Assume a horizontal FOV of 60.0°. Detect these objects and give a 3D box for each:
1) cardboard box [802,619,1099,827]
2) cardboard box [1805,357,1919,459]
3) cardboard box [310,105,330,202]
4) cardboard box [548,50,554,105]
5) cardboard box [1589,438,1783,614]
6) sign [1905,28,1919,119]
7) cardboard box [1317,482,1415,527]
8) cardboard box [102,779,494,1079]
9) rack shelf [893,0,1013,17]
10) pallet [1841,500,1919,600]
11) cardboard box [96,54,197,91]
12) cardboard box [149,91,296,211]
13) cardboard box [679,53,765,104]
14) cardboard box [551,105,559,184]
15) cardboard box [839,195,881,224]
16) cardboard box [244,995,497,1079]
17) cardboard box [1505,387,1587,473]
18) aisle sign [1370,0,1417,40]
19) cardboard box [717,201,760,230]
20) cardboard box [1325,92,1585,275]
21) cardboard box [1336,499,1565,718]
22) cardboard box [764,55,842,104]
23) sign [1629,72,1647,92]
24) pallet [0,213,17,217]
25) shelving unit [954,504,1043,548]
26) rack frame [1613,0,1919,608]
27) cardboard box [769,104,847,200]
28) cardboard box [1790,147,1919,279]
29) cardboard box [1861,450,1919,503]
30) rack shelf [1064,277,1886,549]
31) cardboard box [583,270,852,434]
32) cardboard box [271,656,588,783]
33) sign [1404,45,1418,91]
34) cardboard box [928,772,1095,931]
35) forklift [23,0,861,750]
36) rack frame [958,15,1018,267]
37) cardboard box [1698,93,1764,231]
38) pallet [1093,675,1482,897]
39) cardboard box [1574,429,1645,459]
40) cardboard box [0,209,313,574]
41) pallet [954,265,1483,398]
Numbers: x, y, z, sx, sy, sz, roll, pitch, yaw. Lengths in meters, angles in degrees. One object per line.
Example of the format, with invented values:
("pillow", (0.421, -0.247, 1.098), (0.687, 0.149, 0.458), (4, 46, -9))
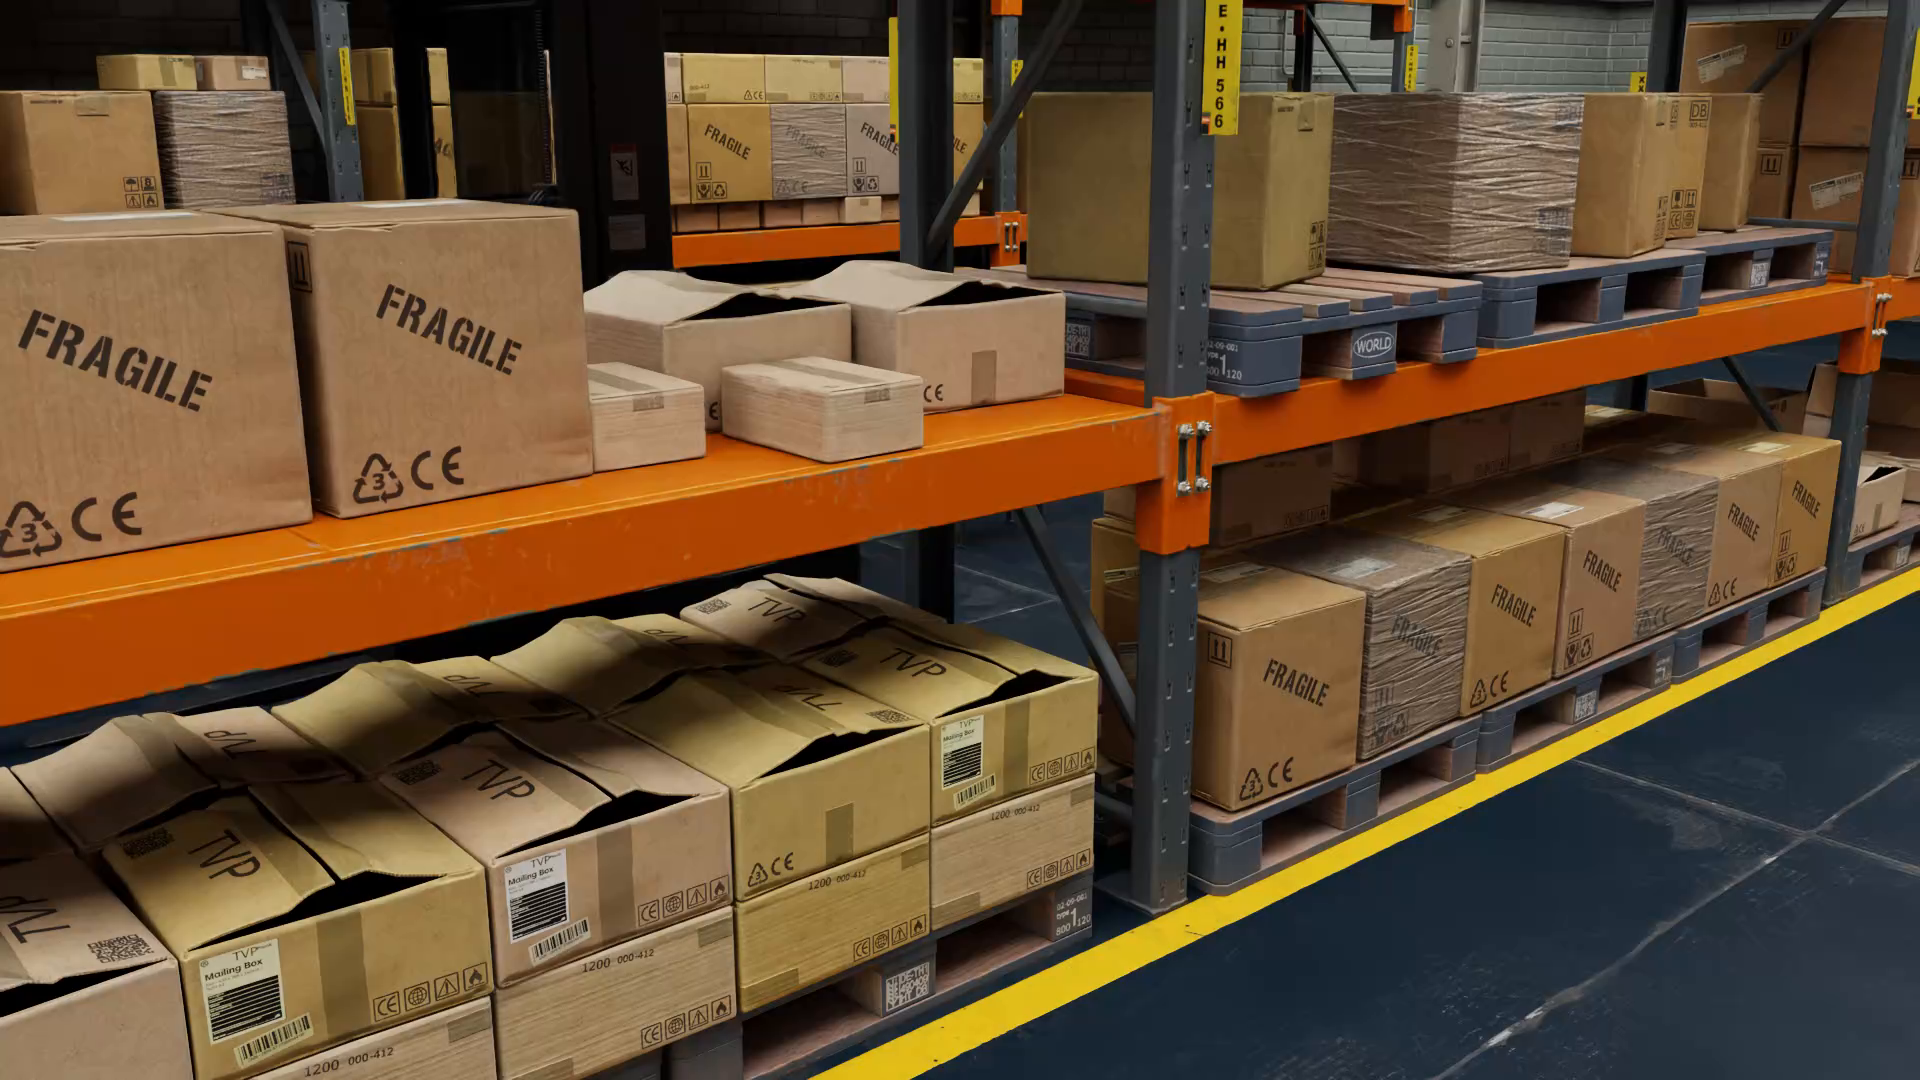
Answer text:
("cardboard box", (-0.026, 0.388, 3.914), (0.500, 0.311, 0.500), (-12, 19, -38))
("cardboard box", (4.639, -0.607, 8.195), (0.637, 0.503, 0.797), (-13, 19, -39))
("cardboard box", (-2.864, -1.900, 8.243), (0.500, 0.500, 0.500), (-12, 19, -39))
("cardboard box", (-2.130, -2.249, 8.096), (0.500, 0.250, 0.500), (-13, 20, -40))
("cardboard box", (2.663, -0.065, 6.170), (0.500, 0.500, 0.500), (-13, 19, -39))
("sign", (3.592, -1.733, 6.182), (0.005, 0.325, 0.100), (-13, 19, -39))
("cardboard box", (1.150, 0.100, 5.555), (0.500, 0.500, 0.500), (-14, 20, -41))
("cardboard box", (-1.176, 0.646, 2.945), (0.500, 0.311, 0.500), (-12, 19, -38))
("rack shelf", (-1.538, -3.008, 8.779), (4.000, 0.370, 1.077), (-13, 19, -39))
("pallet", (3.744, -0.050, 7.529), (1.213, 0.211, 1.003), (-13, 19, -39))
("cardboard box", (-3.520, -2.020, 7.196), (0.380, 0.149, 0.250), (12, 19, 38))
("cardboard box", (-3.395, -1.747, 7.430), (0.700, 0.500, 0.500), (13, 20, 40))
("cardboard box", (-1.375, -2.422, 8.744), (0.500, 0.250, 0.500), (-13, 20, -40))
("cardboard box", (-2.111, -1.888, 8.198), (0.500, 0.500, 0.500), (-12, 19, -38))
("cardboard box", (-0.659, -1.882, 9.432), (0.250, 0.149, 0.380), (-13, 19, -39))
("cardboard box", (-1.183, 0.919, 3.012), (0.500, 0.250, 0.500), (-12, 19, -38))
("cardboard box", (1.946, -0.444, 6.140), (0.500, 0.250, 0.500), (-13, 19, -39))
("aisle sign", (3.239, -4.132, 12.370), (0.004, 0.787, 0.394), (-13, 19, -39))
("cardboard box", (-1.294, -1.771, 9.017), (0.250, 0.149, 0.380), (-12, 19, -38))
("cardboard box", (1.424, -1.101, 5.052), (0.500, 0.500, 0.700), (-9, 17, -29))
("cardboard box", (1.512, 0.196, 5.194), (0.500, 0.500, 0.500), (-13, 20, -40))
("cardboard box", (-0.991, -2.509, 9.068), (0.500, 0.250, 0.500), (-12, 19, -38))
("sign", (2.863, -1.804, 7.013), (0.005, 0.325, 0.100), (-13, 19, -39))
("pallet", (-3.514, -1.333, 7.300), (1.003, 0.211, 1.213), (-13, 19, -39))
("shelving unit", (0.125, -0.608, 7.700), (0.503, 1.200, 0.258), (-13, 19, -39))
("rack frame", (3.225, -1.281, 6.734), (0.127, 3.000, 1.000), (-13, 19, -39))
("cardboard box", (-0.975, -2.148, 9.168), (0.500, 0.500, 0.500), (-13, 19, -39))
("cardboard box", (3.789, -1.363, 6.846), (0.500, 0.500, 0.500), (-12, 19, -38))
("cardboard box", (4.330, -0.302, 7.707), (0.250, 0.166, 0.380), (-13, 19, -39))
("rack shelf", (1.717, -0.595, 5.558), (4.000, 0.370, 1.077), (-13, 19, -39))
("cardboard box", (-0.594, -0.447, 3.782), (0.500, 0.311, 0.500), (-13, 20, -40))
("cardboard box", (-1.157, 0.459, 3.646), (0.500, 0.311, 0.500), (-13, 20, -41))
("sign", (3.334, -3.488, 12.294), (0.005, 0.325, 0.100), (-13, 19, -39))
("cardboard box", (-0.029, 0.659, 3.986), (0.500, 0.250, 0.500), (-12, 19, -38))
("forklift", (-1.793, -0.951, 5.632), (1.130, 2.935, 3.031), (14, 21, 43))
("rack frame", (-0.029, -2.245, 10.342), (0.127, 3.000, 1.000), (-13, 19, -39))
("cardboard box", (2.721, -1.496, 6.529), (0.700, 0.500, 0.500), (8, 17, 28))
("pallet", (0.796, 0.625, 5.003), (1.213, 0.211, 1.003), (-13, 19, -39))
("cardboard box", (2.305, -0.159, 6.524), (0.500, 0.500, 0.500), (-12, 19, -39))
("cardboard box", (-1.444, -0.275, 2.774), (0.500, 0.500, 0.500), (-13, 19, -39))
("pallet", (0.673, -0.639, 4.703), (1.003, 0.211, 1.213), (-13, 19, -39))
